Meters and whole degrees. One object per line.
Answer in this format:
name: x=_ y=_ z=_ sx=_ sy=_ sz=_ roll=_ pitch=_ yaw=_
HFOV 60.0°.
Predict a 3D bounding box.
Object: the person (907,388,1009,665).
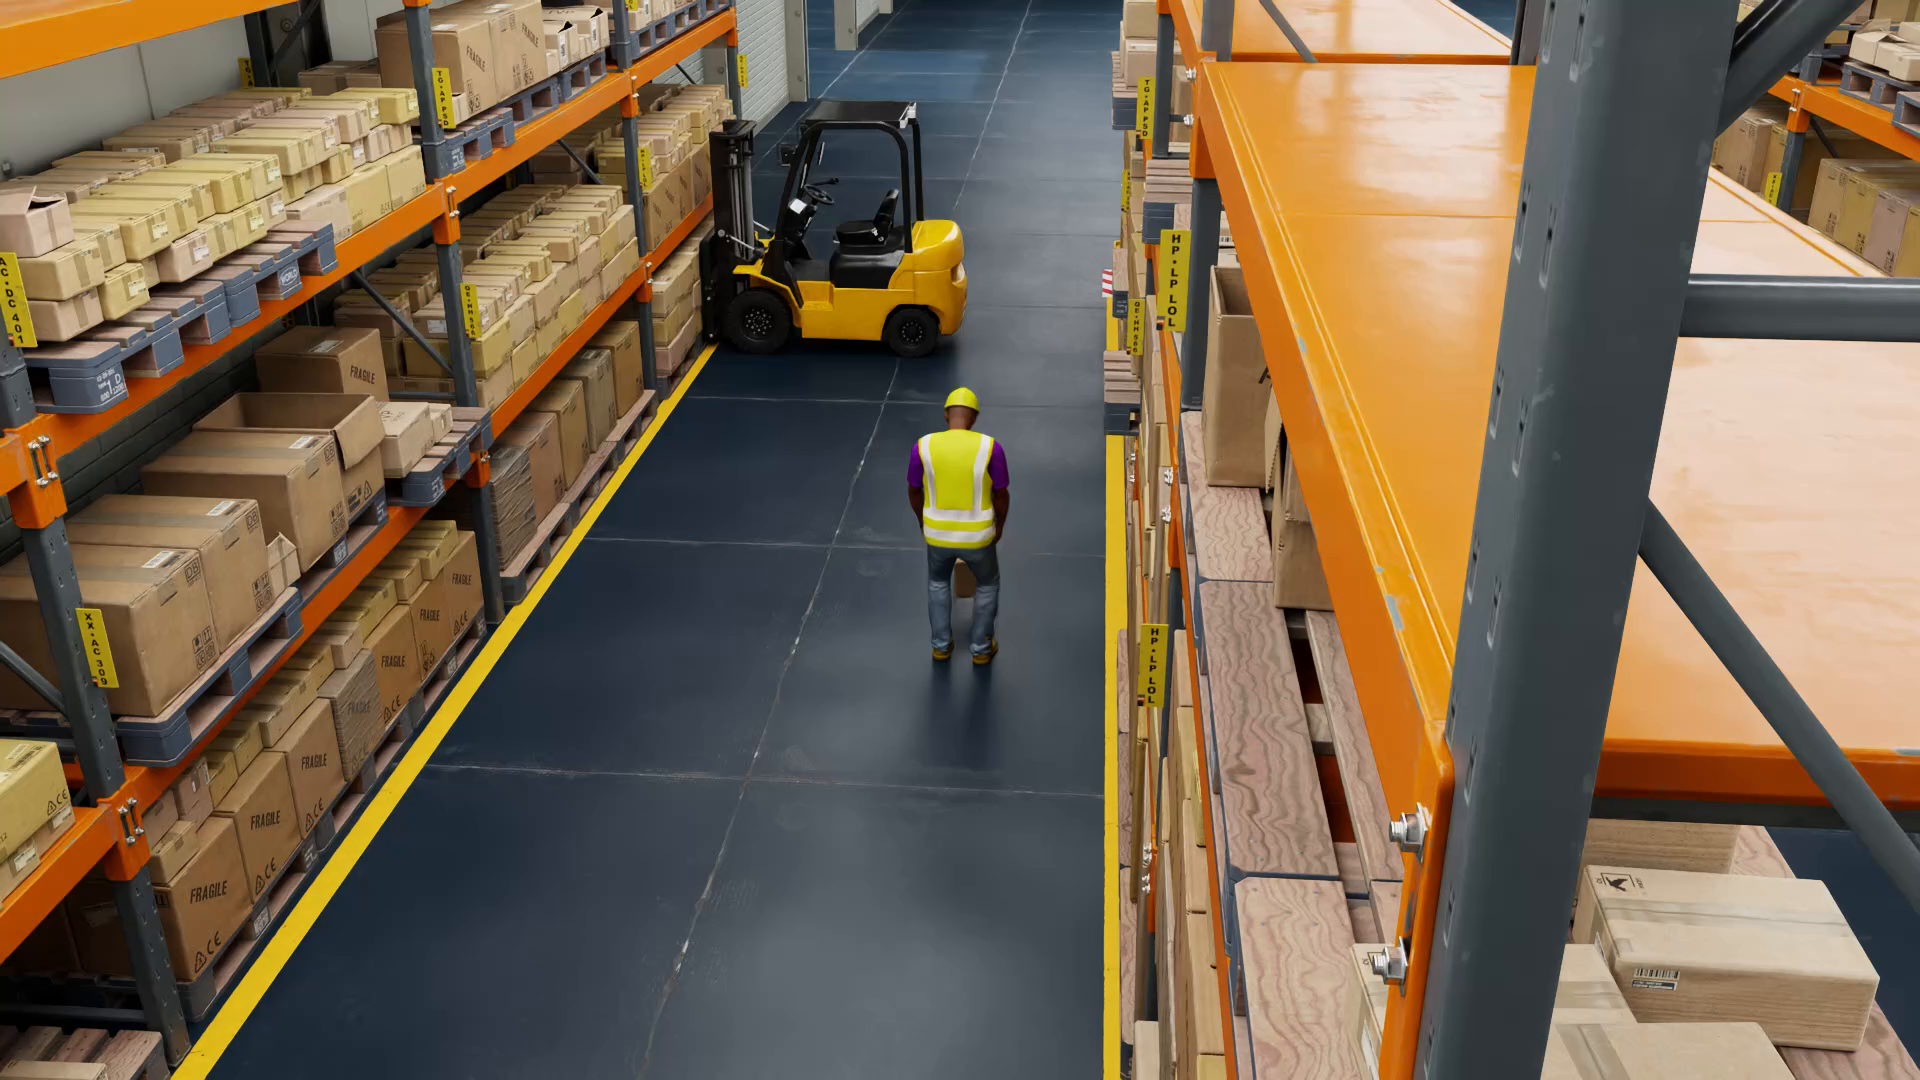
person: x=-0.012 y=-0.070 z=9.873 sx=0.610 sy=1.651 sz=0.554 roll=5 pitch=25 yaw=10
